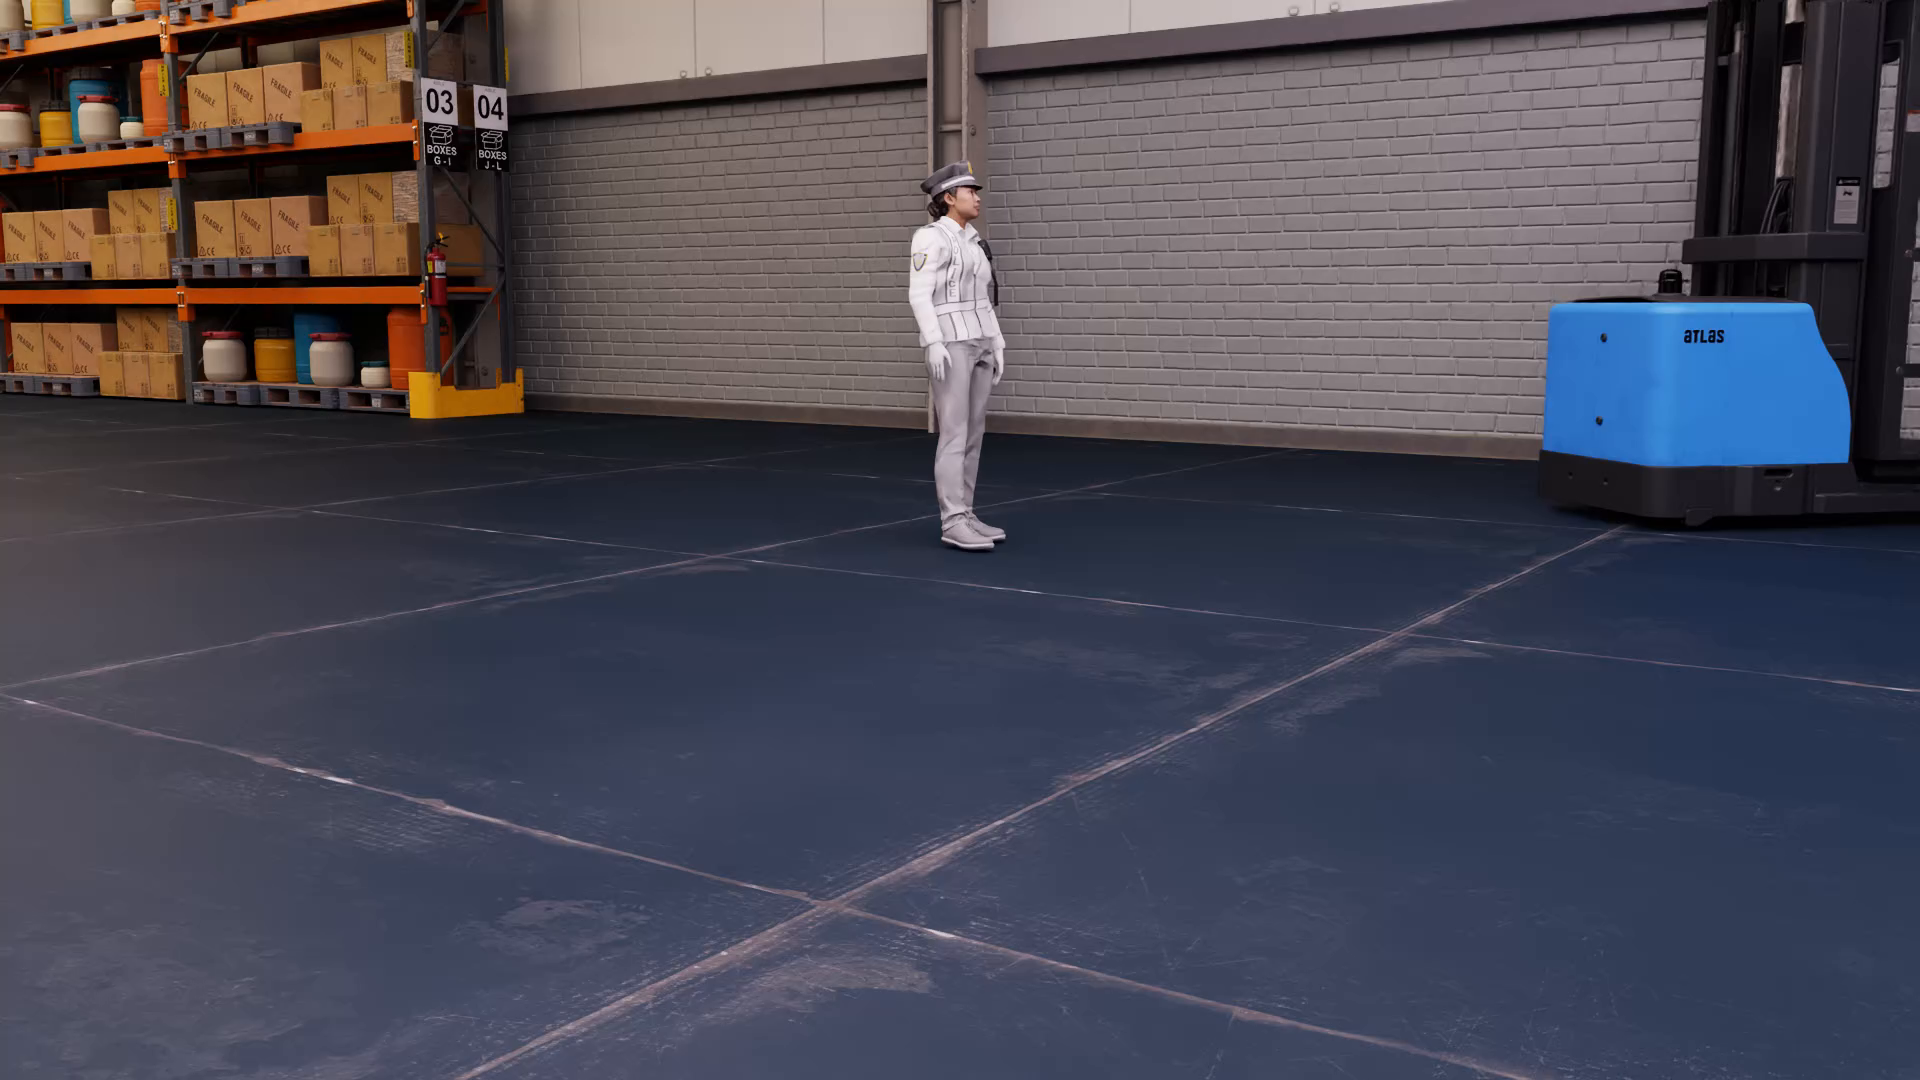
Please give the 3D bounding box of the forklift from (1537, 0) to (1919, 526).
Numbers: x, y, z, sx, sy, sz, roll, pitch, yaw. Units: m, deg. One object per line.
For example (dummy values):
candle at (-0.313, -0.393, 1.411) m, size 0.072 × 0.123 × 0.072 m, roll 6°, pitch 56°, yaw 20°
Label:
forklift at (4.608, -1.598, 8.432) m, size 3.031 × 2.935 × 1.130 m, roll -2°, pitch 8°, yaw -12°

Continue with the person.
person at (0.052, -0.840, 7.441) m, size 0.534 × 1.696 × 0.587 m, roll 5°, pitch 10°, yaw 34°
